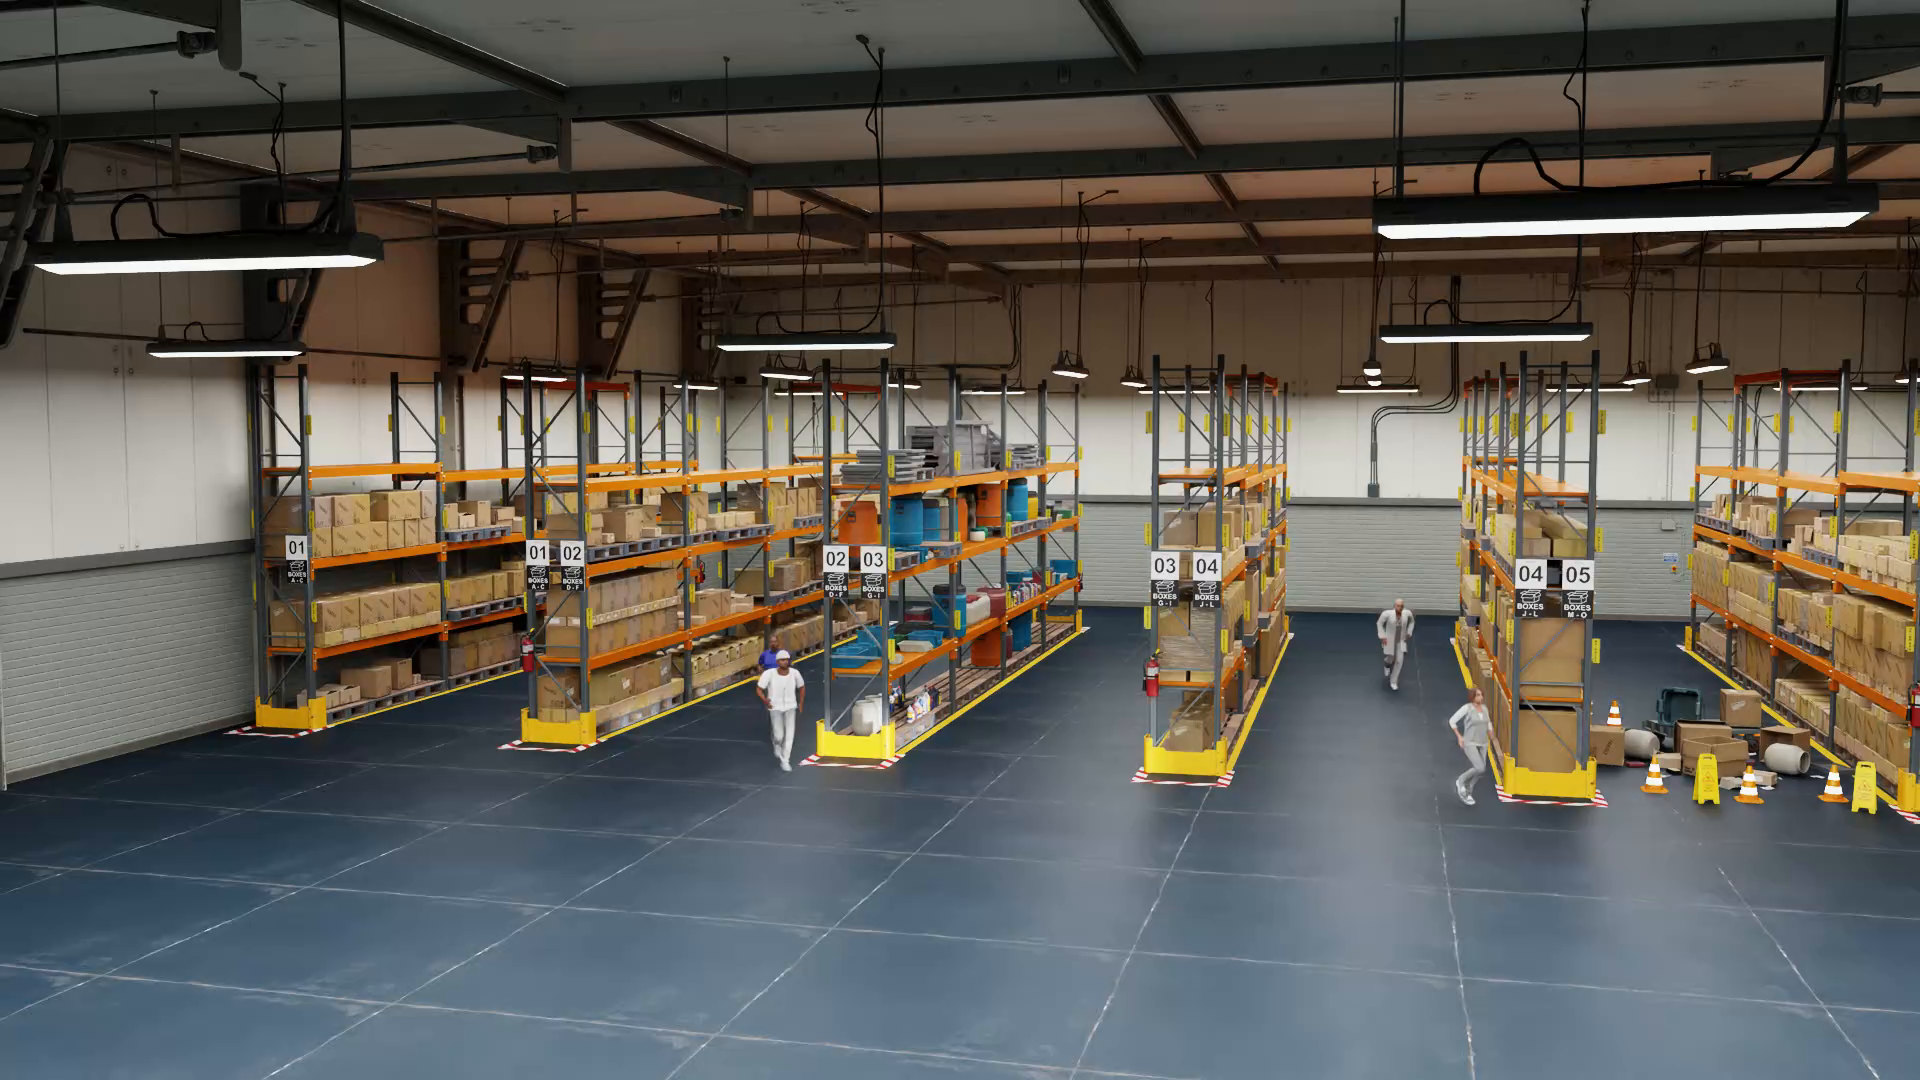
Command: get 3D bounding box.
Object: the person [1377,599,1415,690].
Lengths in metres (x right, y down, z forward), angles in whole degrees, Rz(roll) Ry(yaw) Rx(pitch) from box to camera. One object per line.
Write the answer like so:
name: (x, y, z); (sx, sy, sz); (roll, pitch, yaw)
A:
person: (8.335, 1.965, 31.930); (0.718, 1.726, 0.918); (0, 4, -2)

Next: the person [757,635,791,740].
person: (-2.999, 2.351, 26.842); (0.578, 1.648, 0.792); (0, 4, -2)

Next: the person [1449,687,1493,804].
person: (6.792, 2.721, 21.879); (0.529, 1.547, 0.540); (-2, 4, -22)

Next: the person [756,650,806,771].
person: (-2.606, 2.471, 24.337); (0.737, 1.735, 0.610); (-1, 4, -16)
